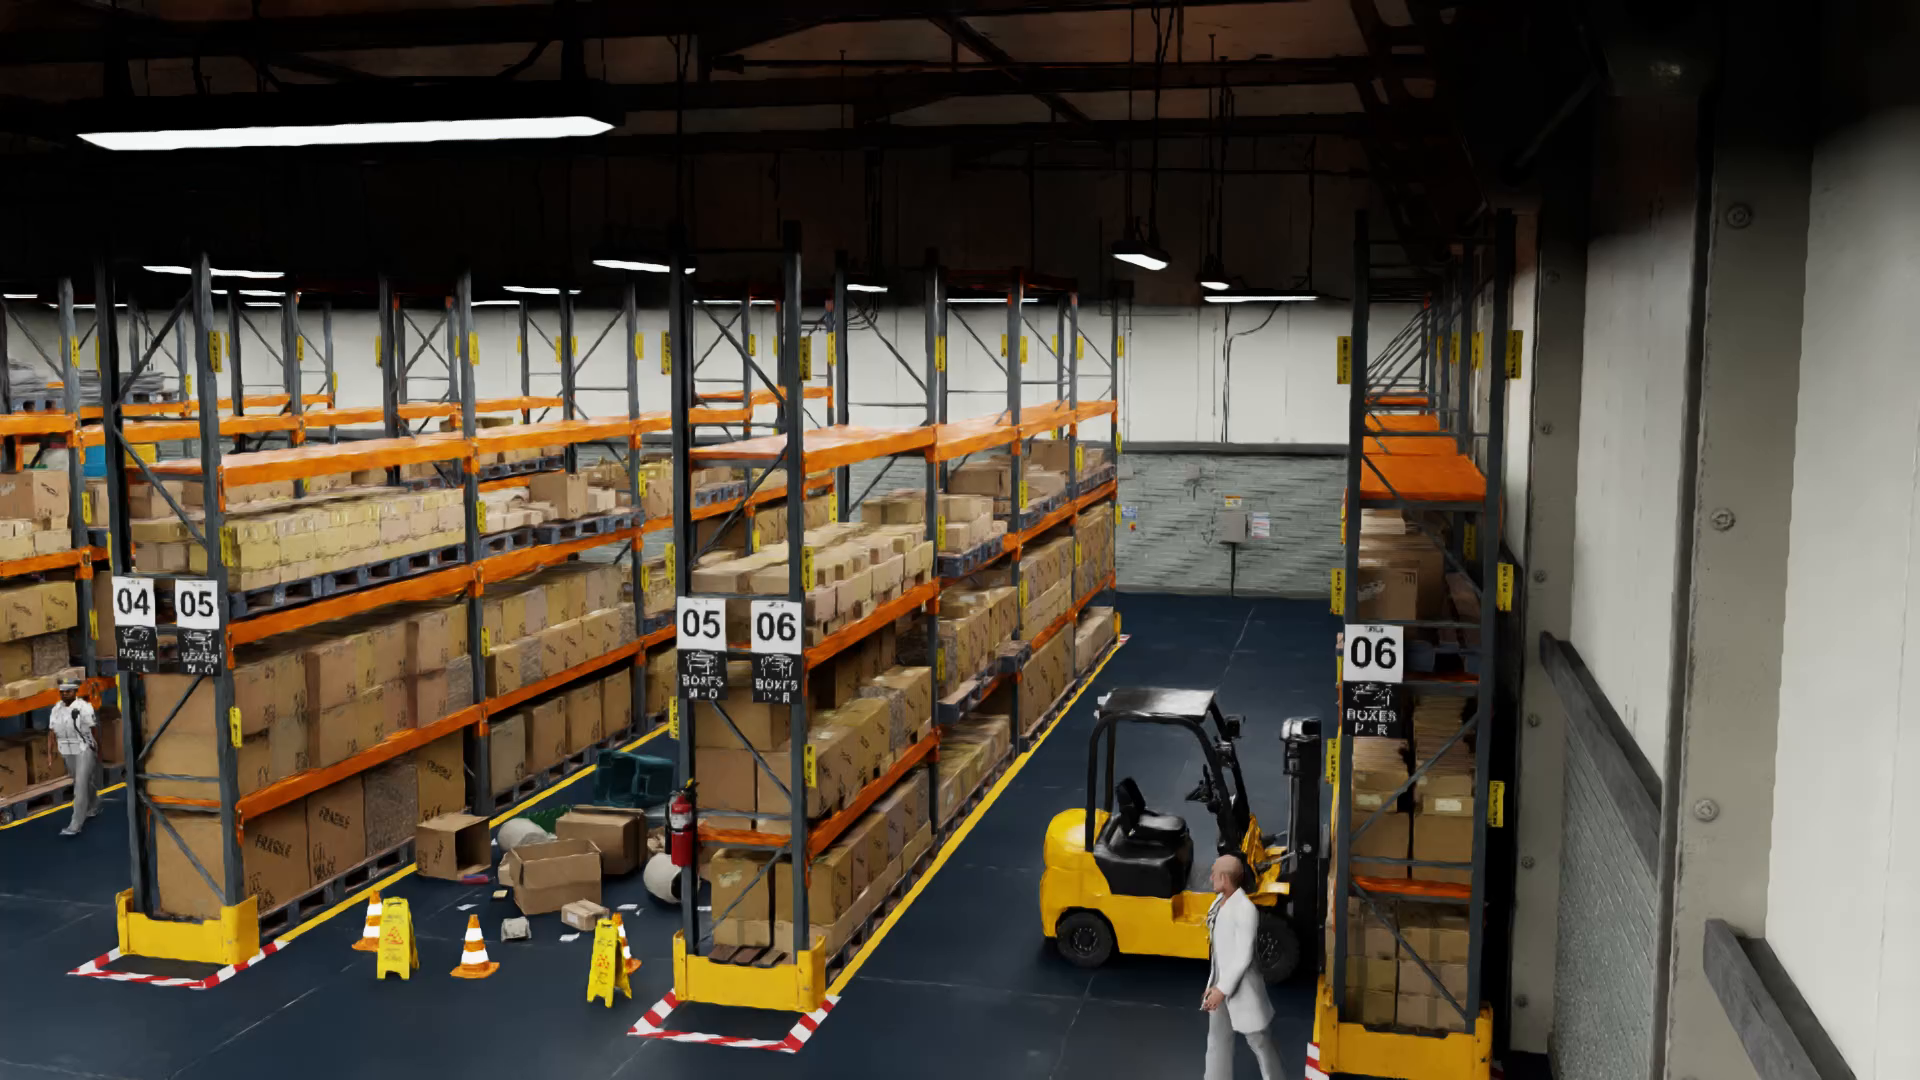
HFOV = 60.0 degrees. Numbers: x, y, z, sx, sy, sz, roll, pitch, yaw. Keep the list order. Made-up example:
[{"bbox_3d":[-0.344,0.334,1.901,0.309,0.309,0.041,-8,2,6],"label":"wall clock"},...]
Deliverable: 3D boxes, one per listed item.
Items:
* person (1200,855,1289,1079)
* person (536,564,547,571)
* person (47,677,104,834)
[{"bbox_3d":[1.850,2.954,11.021,0.768,1.770,0.604,-2,7,-15],"label":"person"},{"bbox_3d":[-6.609,1.163,26.547,0.625,1.573,0.517,1,7,12],"label":"person"},{"bbox_3d":[-9.320,2.218,17.504,0.448,1.623,0.997,1,7,5],"label":"person"}]
